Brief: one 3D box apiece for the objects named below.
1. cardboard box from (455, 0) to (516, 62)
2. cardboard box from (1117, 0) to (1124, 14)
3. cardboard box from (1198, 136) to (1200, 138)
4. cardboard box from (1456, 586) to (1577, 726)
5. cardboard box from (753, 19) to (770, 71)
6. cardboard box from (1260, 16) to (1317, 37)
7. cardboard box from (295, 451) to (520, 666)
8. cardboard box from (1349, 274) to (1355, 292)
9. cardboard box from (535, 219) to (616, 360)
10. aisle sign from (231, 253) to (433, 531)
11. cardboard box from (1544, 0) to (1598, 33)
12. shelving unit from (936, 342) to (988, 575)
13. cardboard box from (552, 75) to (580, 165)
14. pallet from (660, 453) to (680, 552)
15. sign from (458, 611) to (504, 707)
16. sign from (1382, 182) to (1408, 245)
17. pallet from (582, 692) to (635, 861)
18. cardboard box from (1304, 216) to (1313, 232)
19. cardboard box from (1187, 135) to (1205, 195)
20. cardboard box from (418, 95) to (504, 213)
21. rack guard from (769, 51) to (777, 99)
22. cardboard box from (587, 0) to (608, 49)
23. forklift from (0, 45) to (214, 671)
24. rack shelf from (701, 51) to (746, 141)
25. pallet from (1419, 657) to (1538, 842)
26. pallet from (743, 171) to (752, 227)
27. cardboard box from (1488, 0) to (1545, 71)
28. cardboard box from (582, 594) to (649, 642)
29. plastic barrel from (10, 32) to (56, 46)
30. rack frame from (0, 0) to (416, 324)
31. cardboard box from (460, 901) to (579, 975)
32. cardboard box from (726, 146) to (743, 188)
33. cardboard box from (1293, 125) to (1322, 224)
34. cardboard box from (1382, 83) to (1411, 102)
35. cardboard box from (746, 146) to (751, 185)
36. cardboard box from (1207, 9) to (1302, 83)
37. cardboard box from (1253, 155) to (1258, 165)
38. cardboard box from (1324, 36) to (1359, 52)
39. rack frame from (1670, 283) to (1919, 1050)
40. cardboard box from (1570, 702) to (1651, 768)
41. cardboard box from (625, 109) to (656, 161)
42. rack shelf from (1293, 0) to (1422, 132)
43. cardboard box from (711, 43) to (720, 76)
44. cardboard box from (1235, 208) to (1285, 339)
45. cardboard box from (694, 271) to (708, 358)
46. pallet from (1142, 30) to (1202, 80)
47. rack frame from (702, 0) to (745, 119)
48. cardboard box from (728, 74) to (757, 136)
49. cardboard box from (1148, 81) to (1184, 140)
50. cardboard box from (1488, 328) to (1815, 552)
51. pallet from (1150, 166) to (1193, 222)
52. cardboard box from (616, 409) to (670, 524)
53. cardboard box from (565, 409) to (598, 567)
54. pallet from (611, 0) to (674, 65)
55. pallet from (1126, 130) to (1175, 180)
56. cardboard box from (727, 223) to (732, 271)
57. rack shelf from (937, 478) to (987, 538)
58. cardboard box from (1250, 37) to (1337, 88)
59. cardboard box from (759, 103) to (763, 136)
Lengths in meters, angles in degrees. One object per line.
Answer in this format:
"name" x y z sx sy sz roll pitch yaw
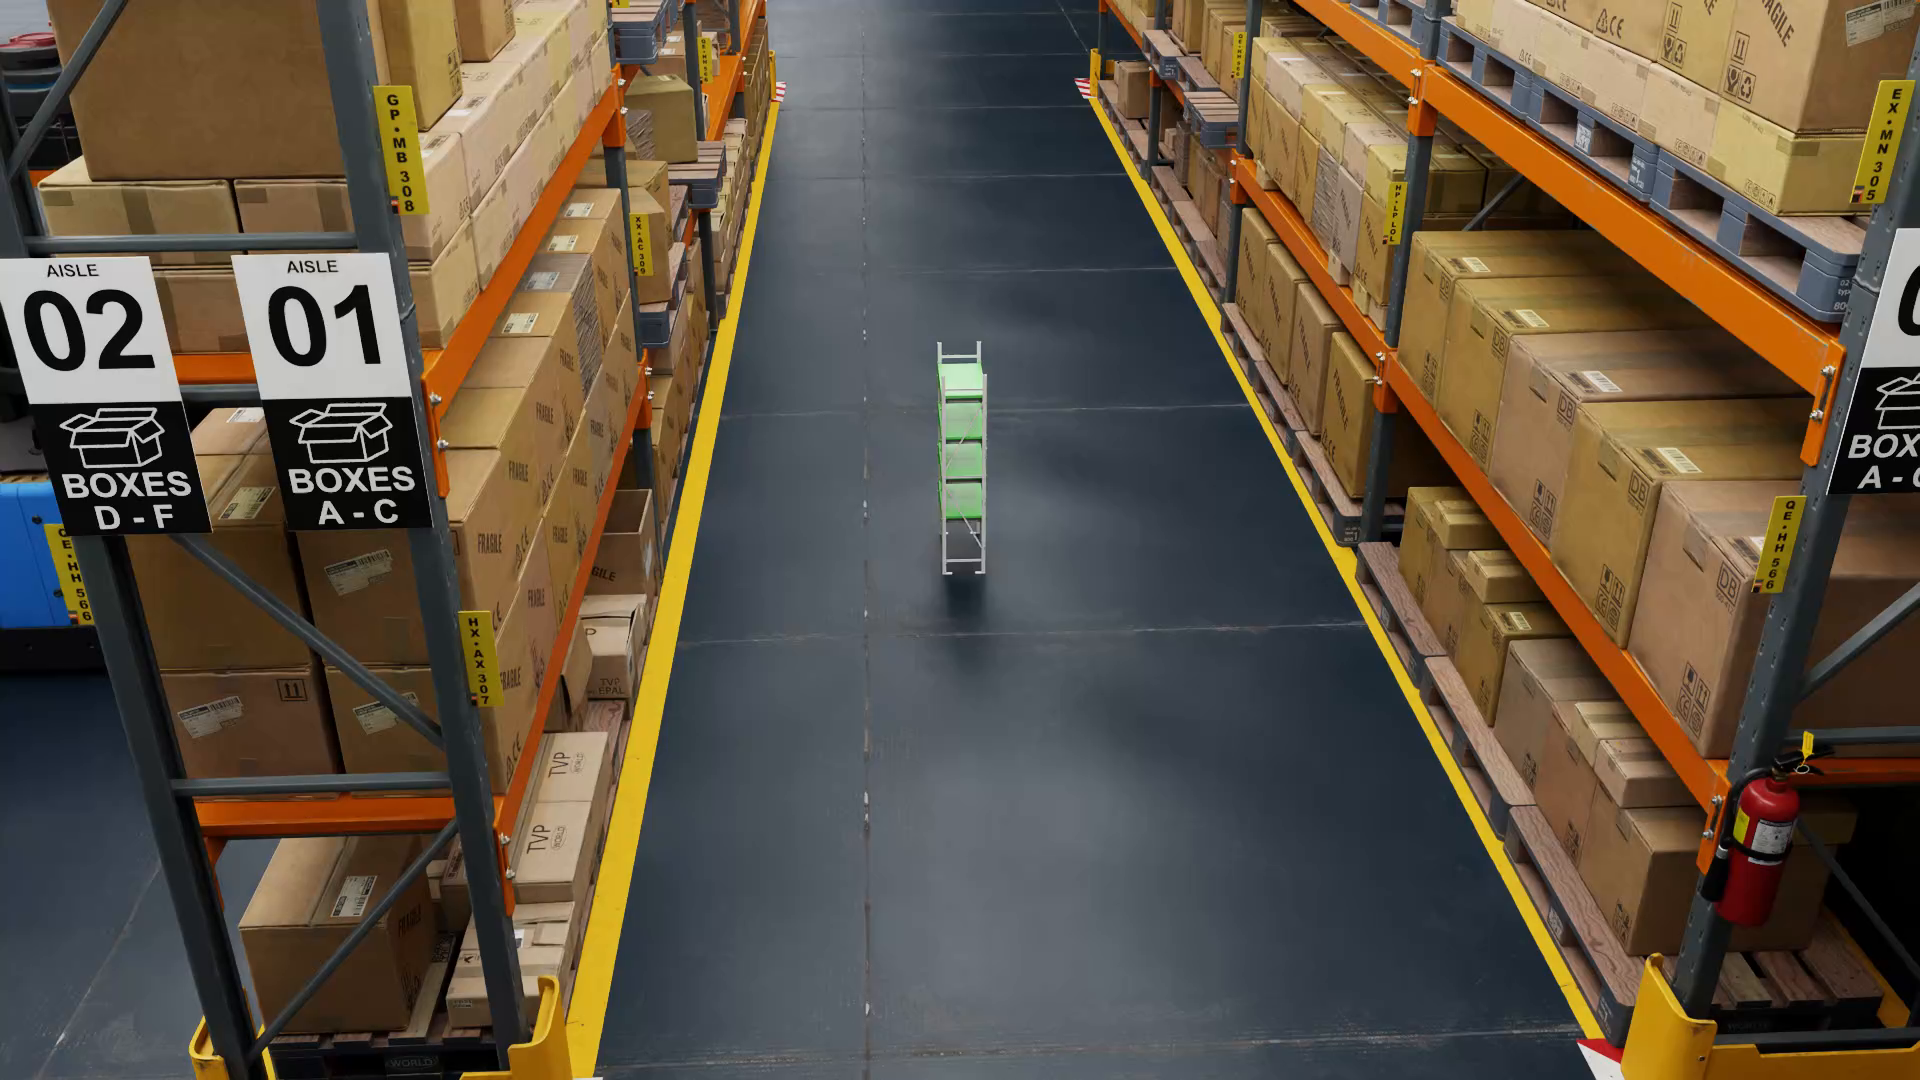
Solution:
"cardboard box" -2.005 -2.000 5.908 0.700 0.500 0.500 -1 28 -3
"cardboard box" 1.951 -5.762 17.695 0.500 0.250 0.500 -1 28 -2
"cardboard box" 2.447 -3.790 15.190 0.500 0.250 0.500 -2 28 -4
"cardboard box" 2.767 0.520 7.759 0.700 0.500 0.500 -1 28 -1
"cardboard box" -2.465 -5.699 19.142 0.500 0.500 0.500 -1 28 -3
"cardboard box" 2.495 -3.901 12.700 0.380 0.149 0.250 -6 28 -11
"cardboard box" -1.715 0.050 5.221 0.500 0.500 0.500 -1 28 -1
"cardboard box" 2.478 -1.503 9.638 0.380 0.149 0.250 -1 28 -1
"cardboard box" -1.849 -1.122 7.468 0.500 0.500 0.500 -2 28 -4
"aisle sign" -1.658 -0.379 4.422 0.394 0.787 0.004 -1 28 -3
"cardboard box" 2.605 -2.245 6.356 0.500 0.500 0.500 -1 28 -2
"shelving unit" 0.009 -0.456 9.326 0.258 1.200 0.503 -1 28 -3
"cardboard box" -1.822 -1.682 6.649 0.500 0.250 0.500 -1 28 -3
"pallet" -2.244 -0.236 9.975 1.003 0.211 1.213 -1 28 -3
"sign" -1.413 0.352 4.895 0.100 0.325 0.005 -1 28 -3
"sign" 2.242 -1.680 8.561 0.100 0.325 0.005 -1 28 -3
"pallet" -2.062 1.020 7.566 1.003 0.211 1.213 -1 28 -3
"cardboard box" 2.451 -2.099 10.780 0.380 0.149 0.250 -1 28 -2
"cardboard box" 2.498 -3.424 15.298 0.700 0.500 0.500 -2 28 -4
"cardboard box" -1.741 -1.211 5.206 0.500 0.250 0.500 -1 28 -3
"rack guard" -2.791 -5.543 19.837 1.175 0.500 0.348 -1 28 -3
"cardboard box" -1.867 -2.365 7.419 0.500 0.250 0.500 -1 28 -3
"forklift" -4.580 -1.288 9.049 1.130 2.935 3.031 -2 28 -3
"rack shelf" -2.477 -3.550 14.091 1.077 0.370 4.000 -1 28 -3
"pallet" 2.811 0.935 7.730 1.003 0.211 1.213 -1 28 -3
"pallet" -2.504 -3.217 15.690 1.003 0.211 1.213 -1 28 -3
"cardboard box" 2.568 -2.152 6.990 0.500 0.250 0.500 -2 28 -4
"cardboard box" -1.771 0.399 8.349 0.380 0.149 0.250 -1 28 -3
"plastic barrel" -7.659 -3.949 13.931 0.433 0.535 0.433 0 28 0
"rack frame" -1.955 -1.911 3.683 1.000 3.000 0.127 -1 28 -3
"cardboard box" -1.646 1.493 6.232 0.380 0.166 0.250 -1 28 -3
"cardboard box" -2.217 -3.358 14.857 0.500 0.311 0.500 -1 28 -3
"cardboard box" 2.422 -2.310 10.484 0.500 0.500 0.500 -1 28 -1
"cardboard box" 2.931 -2.670 10.363 0.500 0.250 0.500 -2 28 -4
"cardboard box" -2.270 -3.575 15.881 0.500 0.250 0.500 -2 28 -3
"cardboard box" 2.453 -4.098 13.779 0.700 0.500 0.500 -1 28 -3
"cardboard box" 2.360 -2.807 12.138 0.380 0.149 0.250 -2 28 -3
"cardboard box" 2.857 -3.381 11.727 0.500 0.250 0.500 -1 28 -1
"rack frame" 2.992 0.628 5.303 1.000 3.000 0.127 -1 28 -3
"cardboard box" 2.653 0.768 6.581 0.380 0.149 0.250 -1 28 -1
"cardboard box" -2.370 -2.461 10.662 0.700 0.500 0.500 4 28 7
"rack shelf" 2.679 -3.154 10.088 1.077 0.370 4.000 -1 28 -3
"cardboard box" -2.352 -4.332 14.957 0.396 0.266 0.258 -2 28 -4
"cardboard box" 2.482 -1.957 12.129 0.750 0.750 0.750 -2 28 -3
"cardboard box" -2.089 -1.606 11.813 0.500 0.500 0.500 0 28 -1
"pallet" 2.260 -4.473 15.289 1.003 0.211 1.213 -1 28 -3
"rack frame" -2.581 -4.793 15.696 1.000 3.000 0.127 -1 28 -3
"cardboard box" -2.293 -4.314 16.486 0.500 0.500 0.500 -1 28 -3
"cardboard box" 2.271 -4.479 17.322 0.500 0.500 0.500 -3 28 -7
"cardboard box" 2.876 -0.429 7.004 0.980 0.700 0.700 -3 28 -5
"pallet" 2.408 -3.318 15.884 1.003 0.211 1.213 -1 28 -3
"cardboard box" -1.945 -0.414 9.528 0.500 0.500 0.500 -3 28 -5
"cardboard box" -1.795 -0.207 6.796 0.500 0.500 0.500 -1 28 -2
"pallet" -2.128 -2.648 8.542 1.213 0.211 1.003 -1 28 -3
"pallet" 2.295 -3.987 17.166 1.003 0.211 1.213 -1 28 -3
"cardboard box" -2.134 -2.394 13.615 0.500 0.250 0.500 -2 28 -4
"rack shelf" 0.009 -0.186 9.467 0.258 0.148 0.480 -1 28 -3
"cardboard box" 2.342 -3.355 11.677 0.500 0.250 0.500 -1 28 -1
"cardboard box" -2.345 -4.443 17.545 0.500 0.250 0.500 -1 28 -3
